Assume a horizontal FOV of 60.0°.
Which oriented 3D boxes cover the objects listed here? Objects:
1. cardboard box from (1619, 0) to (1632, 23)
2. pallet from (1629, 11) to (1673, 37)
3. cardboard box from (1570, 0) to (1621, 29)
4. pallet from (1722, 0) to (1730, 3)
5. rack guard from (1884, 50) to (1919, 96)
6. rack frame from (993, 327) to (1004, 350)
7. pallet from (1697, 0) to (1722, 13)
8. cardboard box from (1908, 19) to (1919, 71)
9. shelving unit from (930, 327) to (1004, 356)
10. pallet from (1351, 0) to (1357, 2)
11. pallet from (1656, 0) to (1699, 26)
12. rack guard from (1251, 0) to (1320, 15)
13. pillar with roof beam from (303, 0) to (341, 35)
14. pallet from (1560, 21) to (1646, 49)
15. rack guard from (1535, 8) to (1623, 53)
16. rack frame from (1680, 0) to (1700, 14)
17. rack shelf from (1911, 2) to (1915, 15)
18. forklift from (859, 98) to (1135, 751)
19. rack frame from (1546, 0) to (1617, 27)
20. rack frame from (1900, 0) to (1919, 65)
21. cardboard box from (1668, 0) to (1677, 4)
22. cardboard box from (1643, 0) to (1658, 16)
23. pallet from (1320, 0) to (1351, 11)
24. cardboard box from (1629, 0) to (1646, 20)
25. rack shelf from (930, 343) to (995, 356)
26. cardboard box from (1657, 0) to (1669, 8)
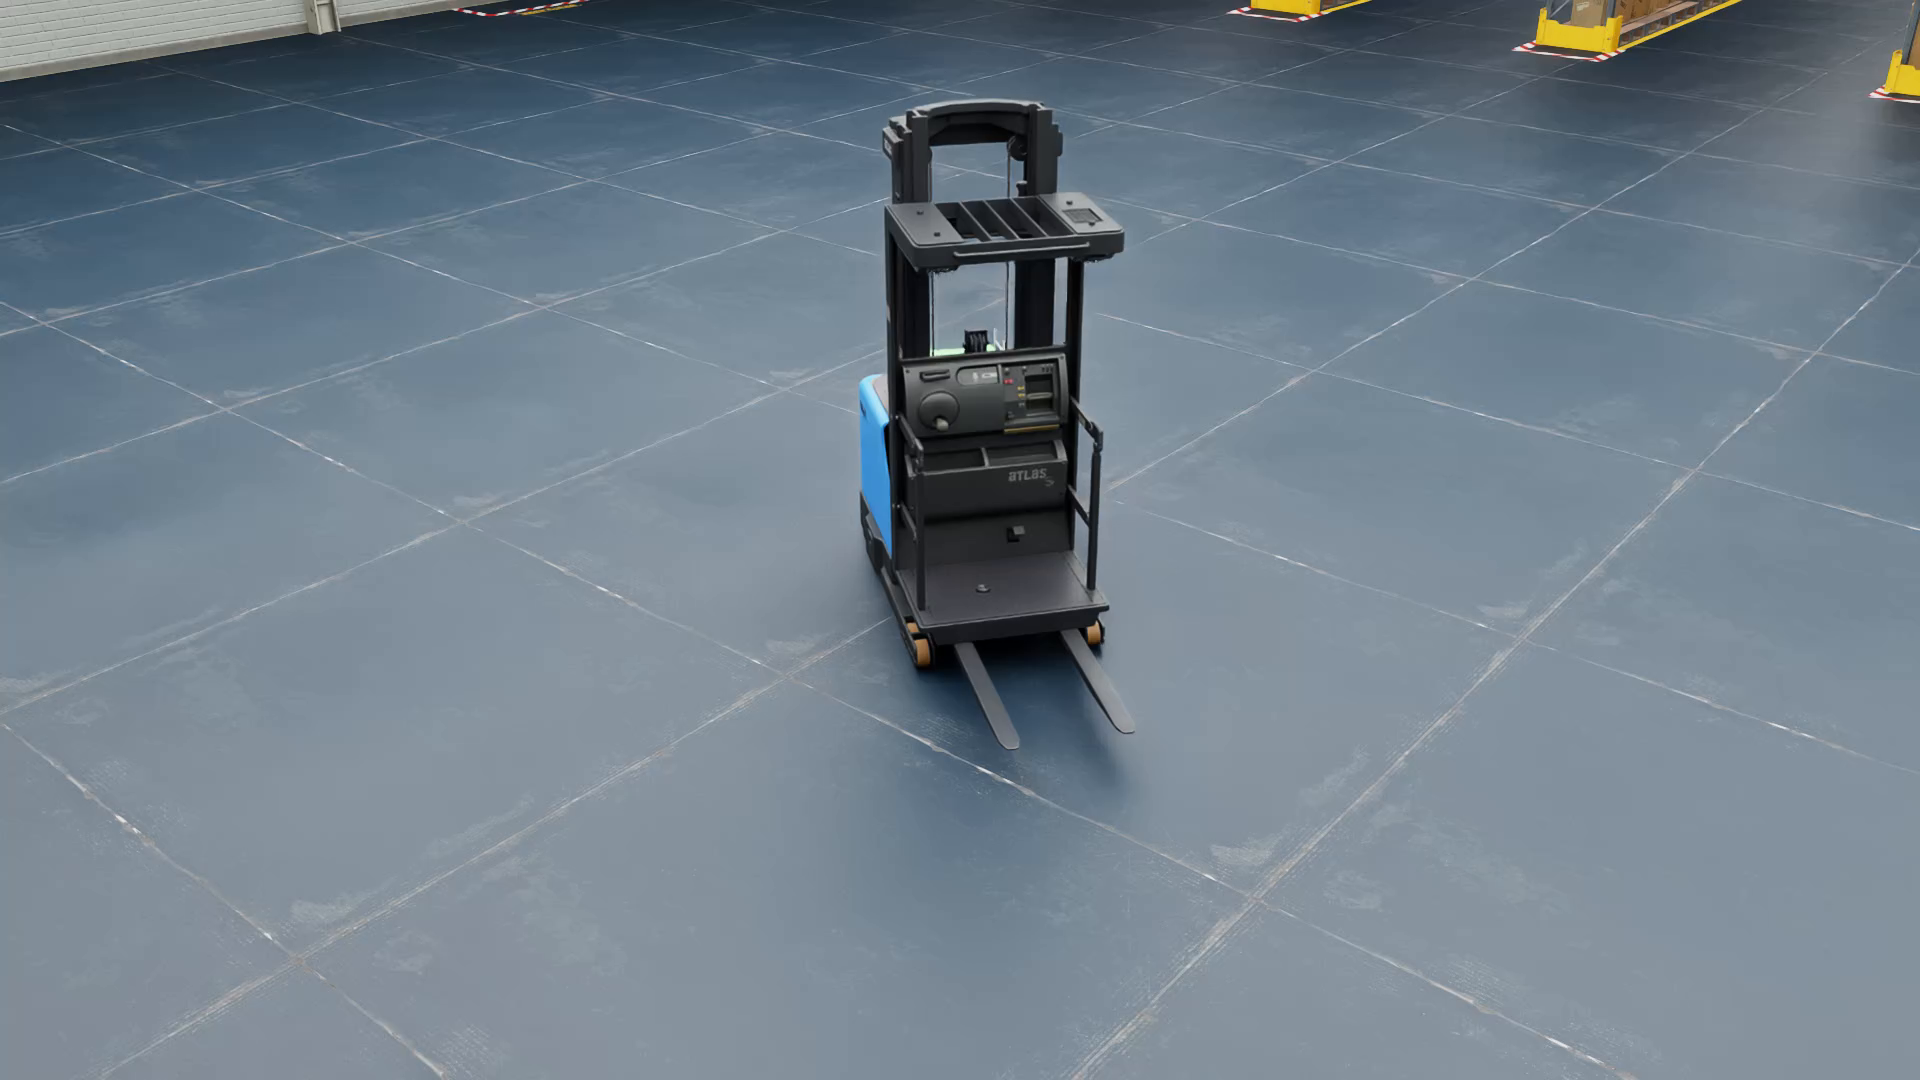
[{"bbox_3d":[10.046,-8.293,25.780,0.500,0.500,0.500,-18,32,-31],"label":"cardboard box"},{"bbox_3d":[10.651,-8.275,26.517,1.003,0.211,1.213,21,34,34],"label":"pallet"},{"bbox_3d":[9.692,-8.071,25.351,0.500,0.500,0.500,-21,34,-35],"label":"cardboard box"},{"bbox_3d":[13.096,-9.669,29.211,1.003,0.211,1.213,21,34,34],"label":"pallet"},{"bbox_3d":[13.030,-6.174,22.141,1.175,0.500,0.348,21,34,34],"label":"rack guard"},{"bbox_3d":[0.250,-0.798,10.986,0.015,1.200,0.240,-6,28,-12],"label":"rack frame"},{"bbox_3d":[12.320,-9.235,28.371,1.003,0.211,1.213,21,34,34],"label":"pallet"},{"bbox_3d":[13.425,-6.796,22.477,0.875,0.875,0.875,21,34,35],"label":"cardboard box"},{"bbox_3d":[0.013,-0.771,10.934,0.503,1.200,0.258,-6,28,-12],"label":"shelving unit"},{"bbox_3d":[6.769,-9.745,29.358,1.003,0.211,1.213,21,34,34],"label":"pallet"},{"bbox_3d":[11.426,-8.710,27.357,1.003,0.211,1.213,21,34,34],"label":"pallet"},{"bbox_3d":[5.472,-9.157,27.906,1.175,0.500,0.348,21,34,34],"label":"rack guard"},{"bbox_3d":[-6.718,-10.774,21.784,9.100,9.000,0.400,21,34,34],"label":"pillar with roof beam"},{"bbox_3d":[9.874,-7.845,25.684,1.003,0.211,1.213,21,34,34],"label":"pallet"},{"bbox_3d":[9.330,-7.695,25.081,1.175,0.500,0.348,21,34,34],"label":"rack guard"},{"bbox_3d":[11.826,-10.197,27.196,1.000,3.000,0.127,21,34,34],"label":"rack frame"},{"bbox_3d":[14.317,-7.683,23.119,1.077,0.370,4.000,21,34,34],"label":"rack shelf"},{"bbox_3d":[0.199,-0.774,9.057,1.130,2.935,3.031,-6,28,-12],"label":"forklift"},{"bbox_3d":[9.282,-8.779,24.455,1.000,3.000,0.127,21,34,34],"label":"rack frame"},{"bbox_3d":[13.045,-7.293,21.583,1.000,3.000,0.127,21,34,34],"label":"rack frame"},{"bbox_3d":[11.541,-9.143,27.422,0.500,0.500,0.500,20,33,33],"label":"cardboard box"},{"bbox_3d":[10.848,-8.695,26.556,0.500,0.500,0.500,17,32,30],"label":"cardboard box"},{"bbox_3d":[5.993,-9.315,28.526,1.003,0.211,1.213,21,34,34],"label":"pallet"},{"bbox_3d":[10.459,-8.510,26.199,0.500,0.500,0.500,25,36,39],"label":"cardboard box"},{"bbox_3d":[0.013,-1.141,10.743,0.480,0.148,0.258,-6,28,-12],"label":"rack shelf"},{"bbox_3d":[11.183,-8.938,27.026,0.500,0.500,0.500,-16,31,-28],"label":"cardboard box"}]
